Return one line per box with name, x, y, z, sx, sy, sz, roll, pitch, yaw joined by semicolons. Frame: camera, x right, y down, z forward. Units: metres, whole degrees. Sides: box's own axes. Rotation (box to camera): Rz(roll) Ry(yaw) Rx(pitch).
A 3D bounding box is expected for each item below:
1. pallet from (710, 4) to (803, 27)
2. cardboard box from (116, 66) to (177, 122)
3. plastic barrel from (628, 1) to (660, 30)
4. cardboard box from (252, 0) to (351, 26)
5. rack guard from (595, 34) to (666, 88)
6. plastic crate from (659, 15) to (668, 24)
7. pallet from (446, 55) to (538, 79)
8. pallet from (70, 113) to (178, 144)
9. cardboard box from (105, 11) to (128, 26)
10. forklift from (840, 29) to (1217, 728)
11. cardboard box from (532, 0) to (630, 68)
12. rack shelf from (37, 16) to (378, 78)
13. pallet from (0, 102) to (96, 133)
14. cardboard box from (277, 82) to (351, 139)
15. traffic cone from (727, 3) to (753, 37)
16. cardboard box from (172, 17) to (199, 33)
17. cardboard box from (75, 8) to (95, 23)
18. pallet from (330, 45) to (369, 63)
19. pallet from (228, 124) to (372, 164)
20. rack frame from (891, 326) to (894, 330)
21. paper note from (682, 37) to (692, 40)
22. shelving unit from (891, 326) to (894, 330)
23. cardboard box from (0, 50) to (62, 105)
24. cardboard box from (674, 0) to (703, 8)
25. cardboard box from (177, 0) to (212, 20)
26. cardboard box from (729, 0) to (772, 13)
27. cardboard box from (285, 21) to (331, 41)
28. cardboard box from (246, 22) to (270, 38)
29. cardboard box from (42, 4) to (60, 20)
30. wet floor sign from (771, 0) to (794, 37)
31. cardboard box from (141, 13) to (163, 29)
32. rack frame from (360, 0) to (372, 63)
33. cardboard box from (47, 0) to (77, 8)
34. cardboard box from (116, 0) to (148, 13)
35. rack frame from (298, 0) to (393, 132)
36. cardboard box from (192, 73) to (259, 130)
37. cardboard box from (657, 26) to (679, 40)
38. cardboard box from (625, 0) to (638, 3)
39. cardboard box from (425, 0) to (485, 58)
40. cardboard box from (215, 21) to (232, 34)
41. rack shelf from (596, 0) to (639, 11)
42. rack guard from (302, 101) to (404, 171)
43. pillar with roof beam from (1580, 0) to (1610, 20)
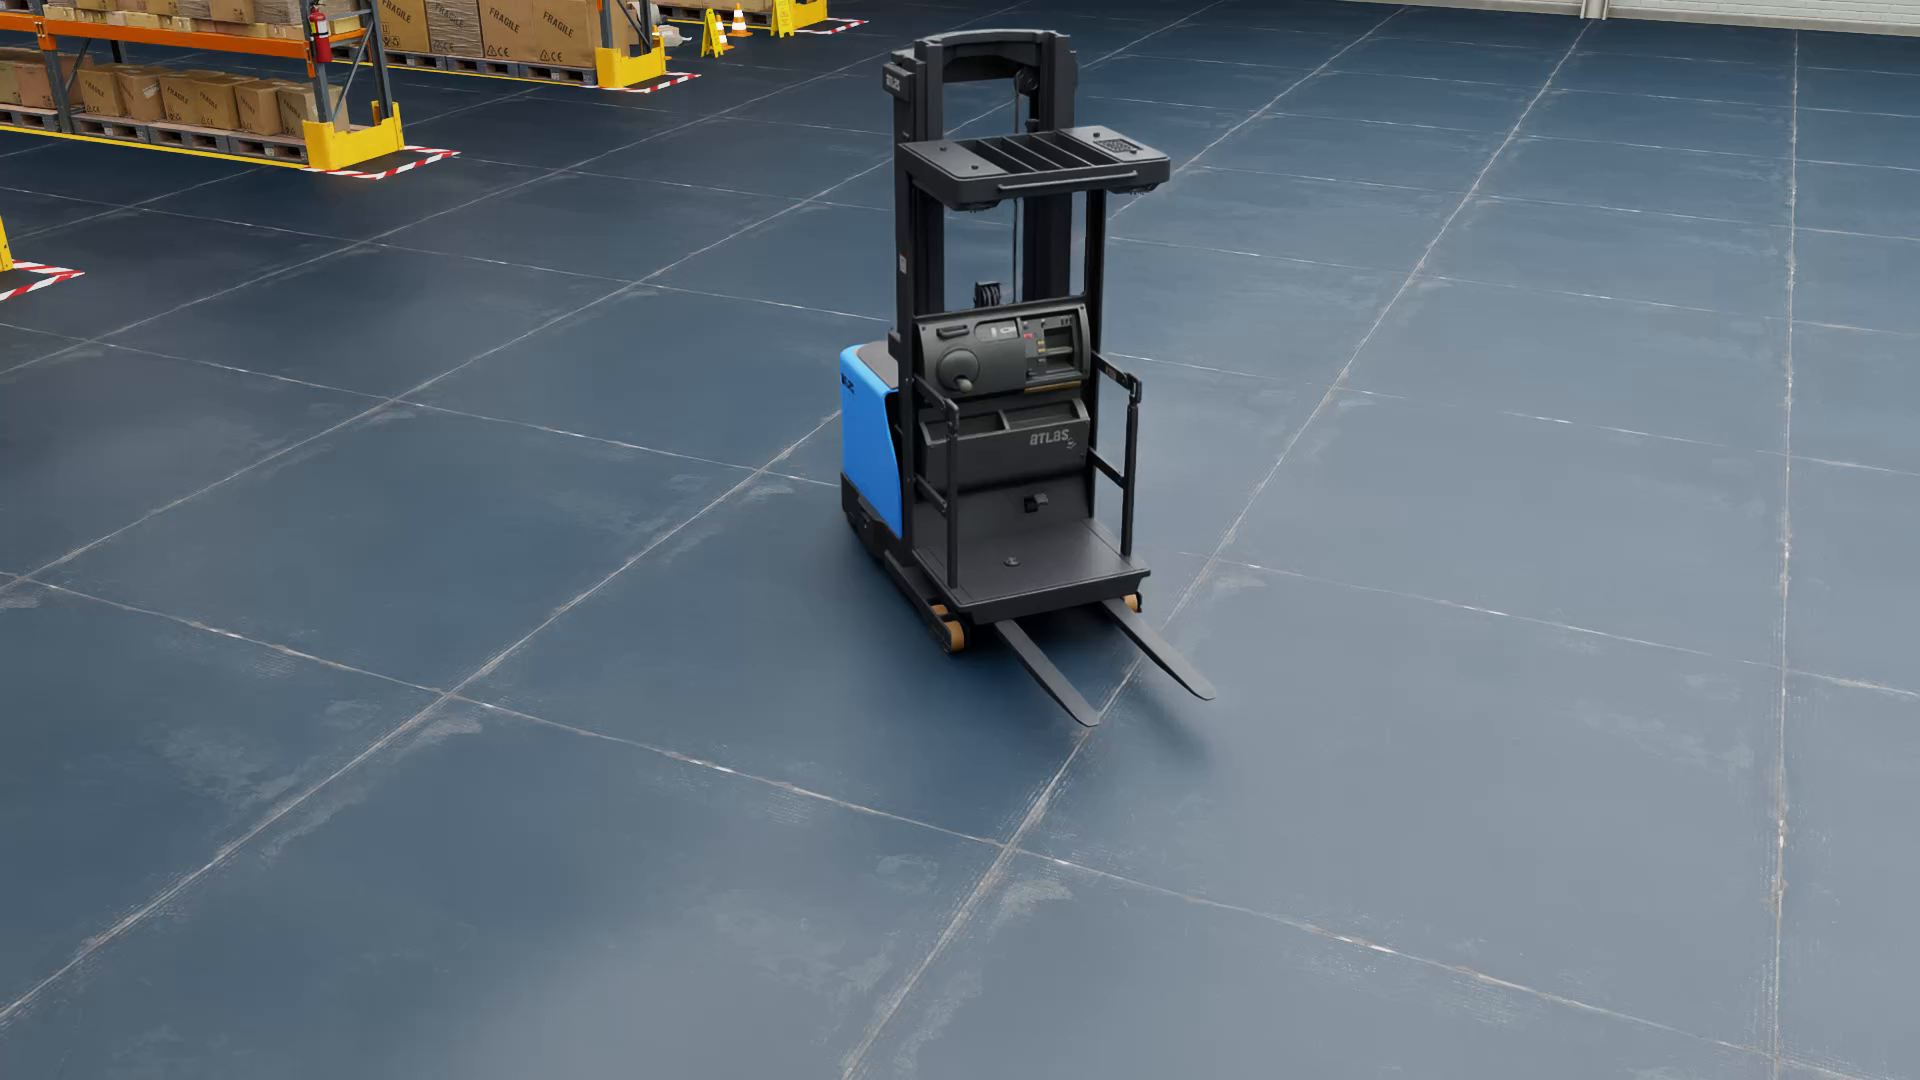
pallet;-3.241;-8.447;26.667;1.213;0.211;1.003;11;28;22
cardboard box;-9.318;-5.144;19.156;0.500;0.500;0.500;22;34;38
plastic barrel;-4.954;-8.134;25.792;0.512;0.421;0.421;-12;29;-23
cardboard box;-7.038;-5.826;17.738;0.500;0.500;0.875;11;28;22
rack guard;-4.382;-6.386;22.155;0.348;0.500;1.175;11;28;22
plastic crate;-4.998;-8.326;26.570;0.583;0.080;0.402;2;26;4
pallet;-6.271;-6.599;22.915;1.213;0.211;1.003;11;28;22
pallet;-9.564;-4.908;19.480;1.213;0.211;1.003;11;28;22
cardboard box;-9.216;-5.805;18.429;0.250;0.149;0.380;11;28;22
forklift;0.317;-0.944;8.350;1.130;2.935;3.031;-10;28;-20
cardboard box;-5.048;-6.845;22.186;0.875;0.875;0.875;12;28;22
rack shelf;-8.369;-5.579;18.500;4.000;0.370;1.077;11;28;22
pallet;-10.899;-5.158;19.988;1.213;0.211;1.003;11;28;22
cardboard box;-7.110;-4.724;18.304;0.500;0.500;0.500;17;31;31
traffic cone;-3.372;-7.943;25.359;0.334;0.463;0.336;11;28;22
cardboard box;-8.303;-5.625;18.063;0.250;0.149;0.380;11;28;22
cardboard box;-9.658;-5.909;18.641;0.250;0.149;0.380;11;28;22
pallet;-8.779;-7.103;23.938;1.213;0.211;1.003;11;28;22
pallet;-7.343;-4.462;18.573;1.213;0.211;1.003;11;28;22
rack frame;-0.338;-0.835;10.258;0.200;1.050;0.008;-21;33;-36
paper note;-4.131;-7.561;25.073;0.142;0.019;0.148;2;26;4
shelving unit;-0.259;-0.794;10.175;0.215;1.050;0.252;-21;33;-36
cardboard box;-11.167;-5.559;19.977;0.500;0.500;0.700;11;28;21
cardboard box;-4.241;-8.707;26.676;0.500;0.250;0.500;10;28;20
cardboard box;-7.980;-5.978;18.046;0.500;0.500;0.875;11;28;22
cardboard box;-3.316;-8.520;26.296;0.500;0.250;0.500;11;28;22
cardboard box;-6.894;-5.393;17.591;0.250;0.149;0.380;11;28;22
cardboard box;-7.370;-5.464;17.736;0.250;0.149;0.380;11;28;22
cardboard box;-10.119;-5.995;18.814;0.250;0.149;0.380;11;28;22
wet floor sign;-2.717;-8.000;25.268;0.232;0.644;0.267;23;35;39
cardboard box;-8.748;-5.726;18.268;0.250;0.149;0.380;11;28;22
rack frame;-8.045;-8.243;23.097;0.127;3.000;1.000;11;28;22
cardboard box;-9.806;-6.339;18.779;0.500;0.500;0.875;11;28;22
cardboard box;-8.869;-6.182;18.461;0.500;0.500;0.875;11;28;22
rack frame;-6.549;-5.536;17.599;0.127;3.000;1.000;11;28;22
cardboard box;-8.231;-4.942;18.746;0.500;0.500;0.500;14;30;27
cardboard box;-4.475;-7.669;25.159;0.380;0.149;0.250;-18;31;-31
cardboard box;-5.172;-8.898;27.064;0.500;0.250;0.500;13;29;25
cardboard box;-6.679;-7.172;22.852;0.875;0.875;0.875;12;28;22
cardboard box;-7.802;-5.578;17.968;0.250;0.149;0.380;11;28;22
rack shelf;-6.224;-7.555;22.514;4.000;0.370;1.077;11;28;22
rack guard;-6.618;-4.429;18.179;0.348;0.500;1.175;11;28;22
pillar with roof beam;8.485;-10.774;21.445;0.400;9.000;9.100;11;28;22
